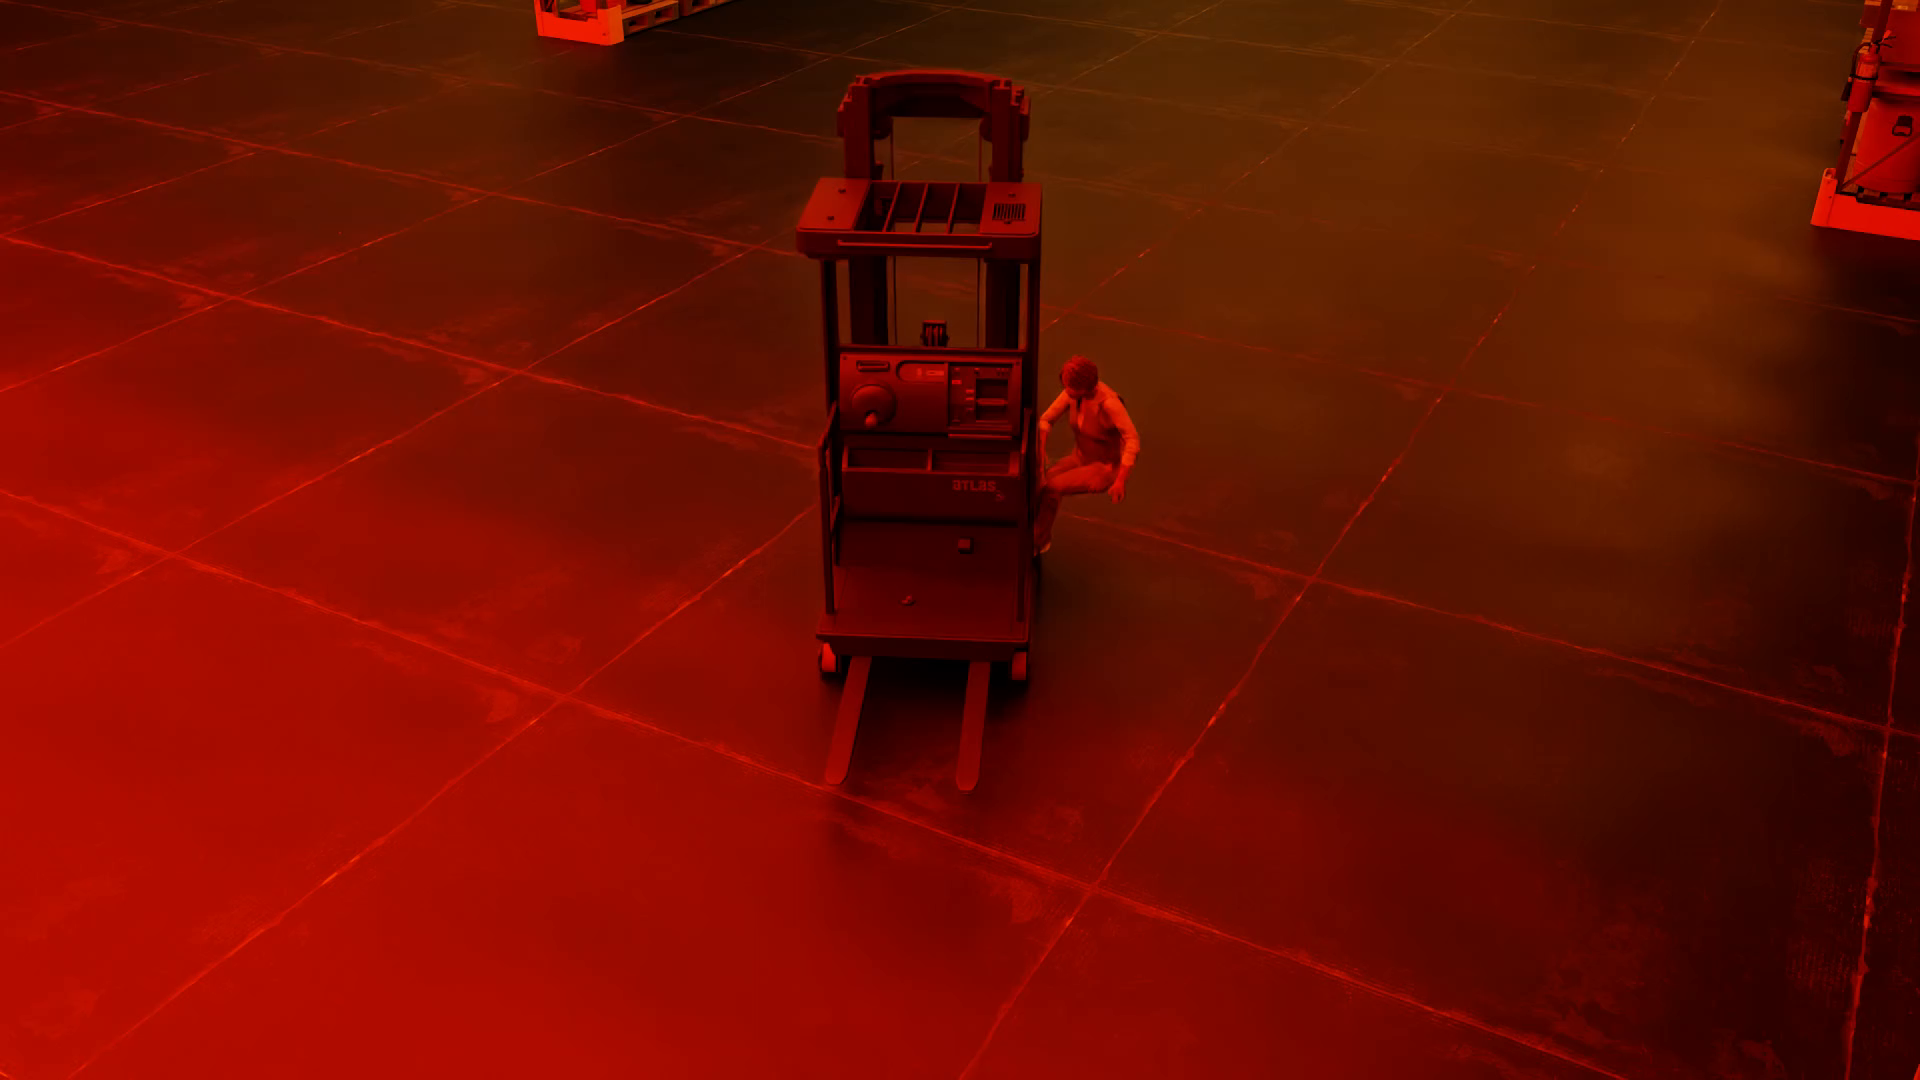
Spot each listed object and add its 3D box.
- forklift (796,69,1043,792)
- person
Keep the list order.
[{"bbox_3d":[-0.163,-0.700,8.284,1.130,2.935,3.031,2,30,4],"label":"forklift"},{"bbox_3d":[0.571,-0.368,9.370,0.805,1.377,0.667,-22,37,-33],"label":"person"}]
